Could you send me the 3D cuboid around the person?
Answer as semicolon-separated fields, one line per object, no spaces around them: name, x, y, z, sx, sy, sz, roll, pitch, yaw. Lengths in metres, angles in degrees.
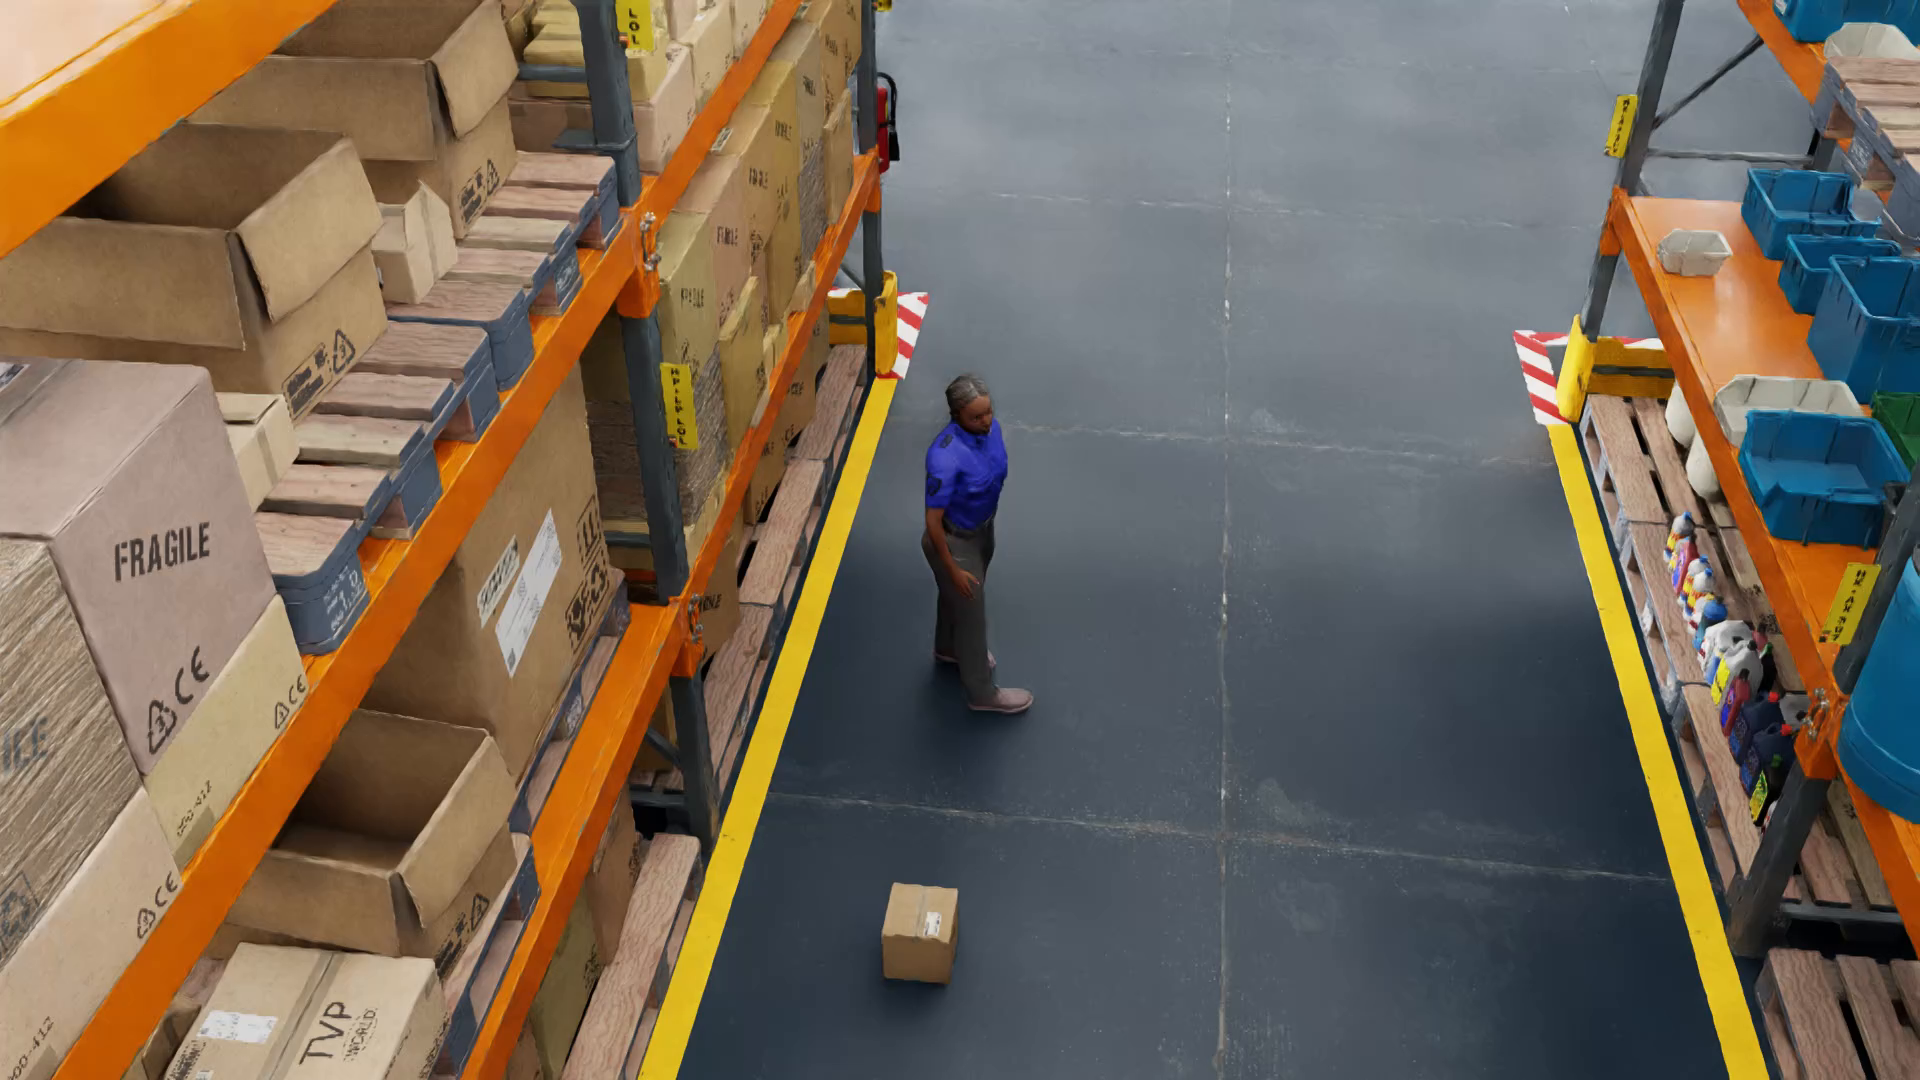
person;0.065;0.017;7.013;0.562;1.661;0.541;17;40;22
